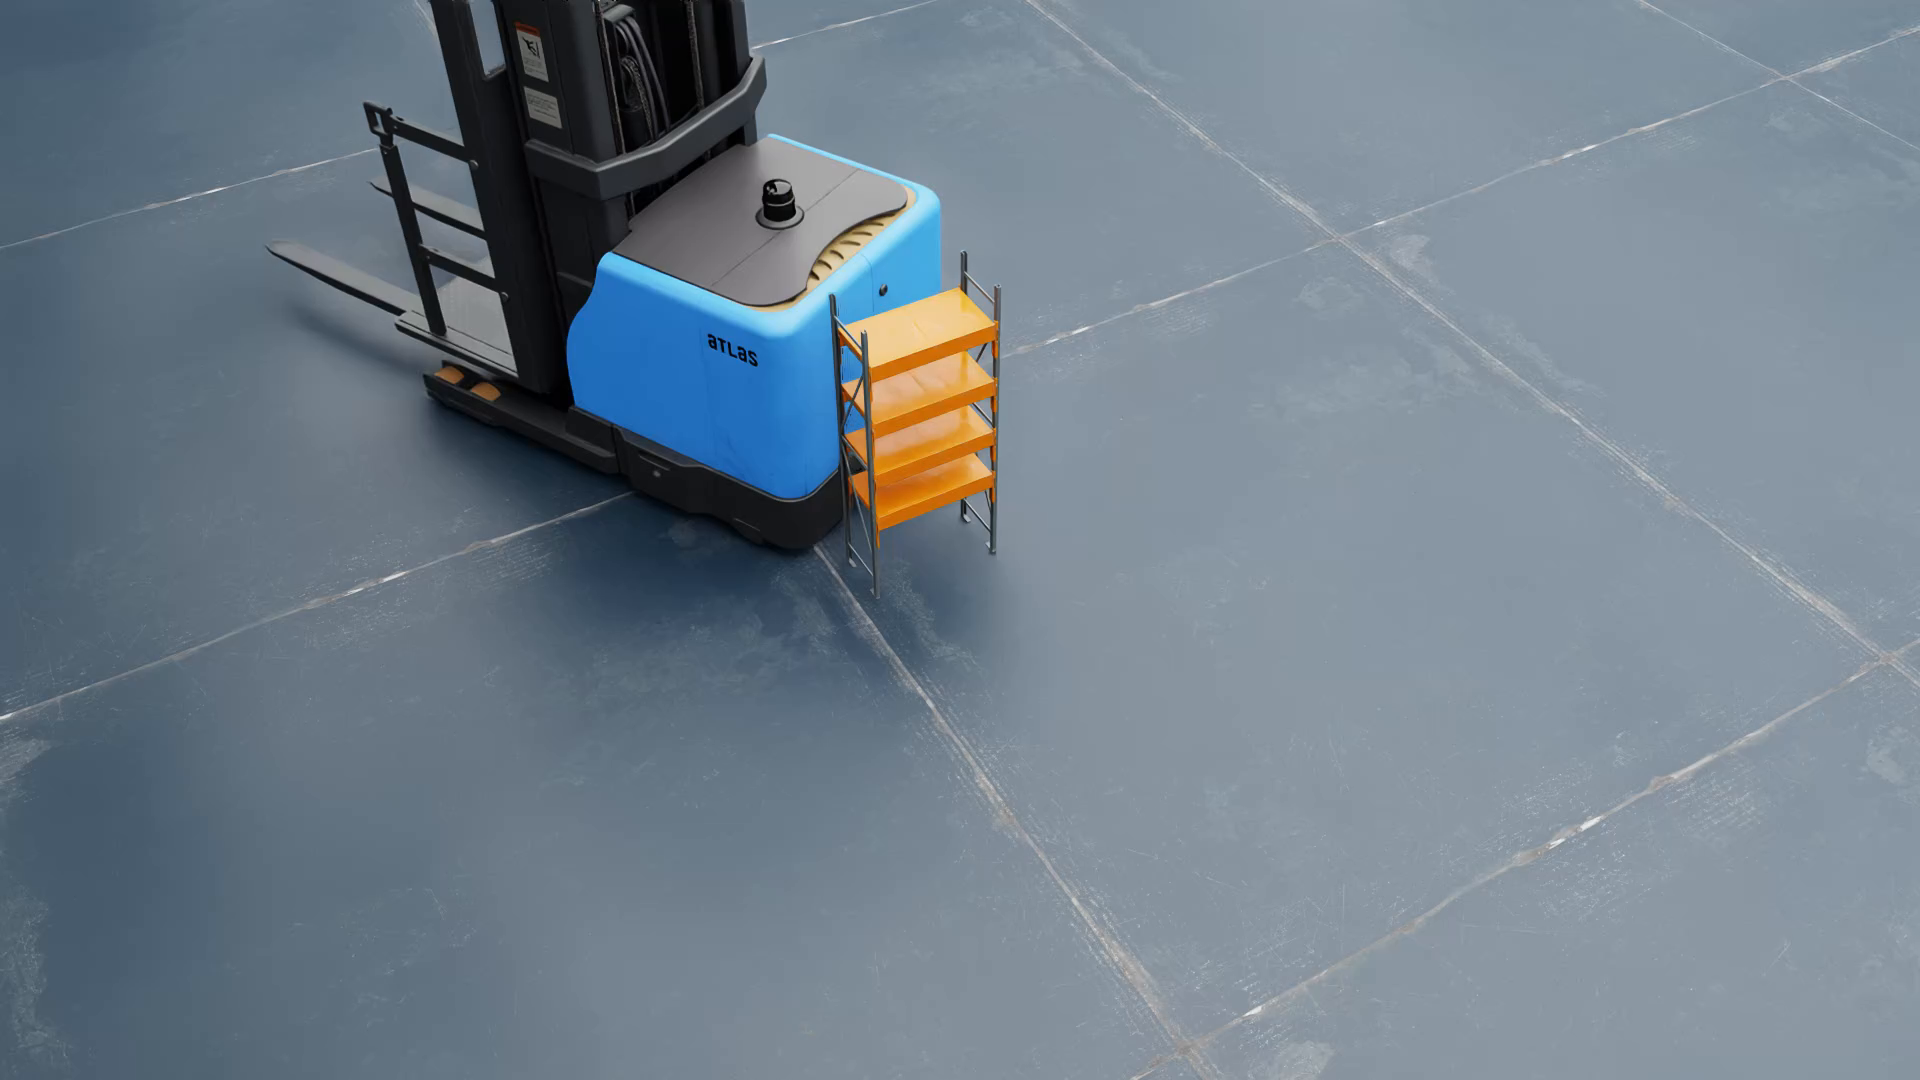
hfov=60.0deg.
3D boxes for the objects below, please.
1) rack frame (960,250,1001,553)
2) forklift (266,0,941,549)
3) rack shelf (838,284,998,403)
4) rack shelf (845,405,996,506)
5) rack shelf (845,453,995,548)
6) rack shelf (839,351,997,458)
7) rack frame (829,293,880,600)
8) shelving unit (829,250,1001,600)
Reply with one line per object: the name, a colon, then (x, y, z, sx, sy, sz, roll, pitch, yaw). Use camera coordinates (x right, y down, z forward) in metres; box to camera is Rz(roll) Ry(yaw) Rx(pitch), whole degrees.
rack frame: (0.068, -0.458, 5.860, 0.015, 1.200, 0.240, -22, 48, -21)
forklift: (-1.575, -1.810, 6.010, 3.031, 2.935, 1.130, 24, 49, 23)
rack shelf: (-0.144, -0.655, 5.499, 0.480, 0.148, 0.258, -22, 48, -21)
rack shelf: (-0.144, -0.325, 5.820, 0.480, 0.148, 0.258, -22, 48, -21)
rack shelf: (-0.144, -0.182, 5.958, 0.480, 0.148, 0.258, -22, 48, -21)
rack shelf: (-0.144, -0.485, 5.664, 0.480, 0.148, 0.258, -22, 48, -21)
rack frame: (-0.355, -0.288, 5.686, 0.015, 1.200, 0.240, -22, 48, -21)
shelving unit: (-0.144, -0.373, 5.773, 0.503, 1.200, 0.258, -22, 48, -21)
